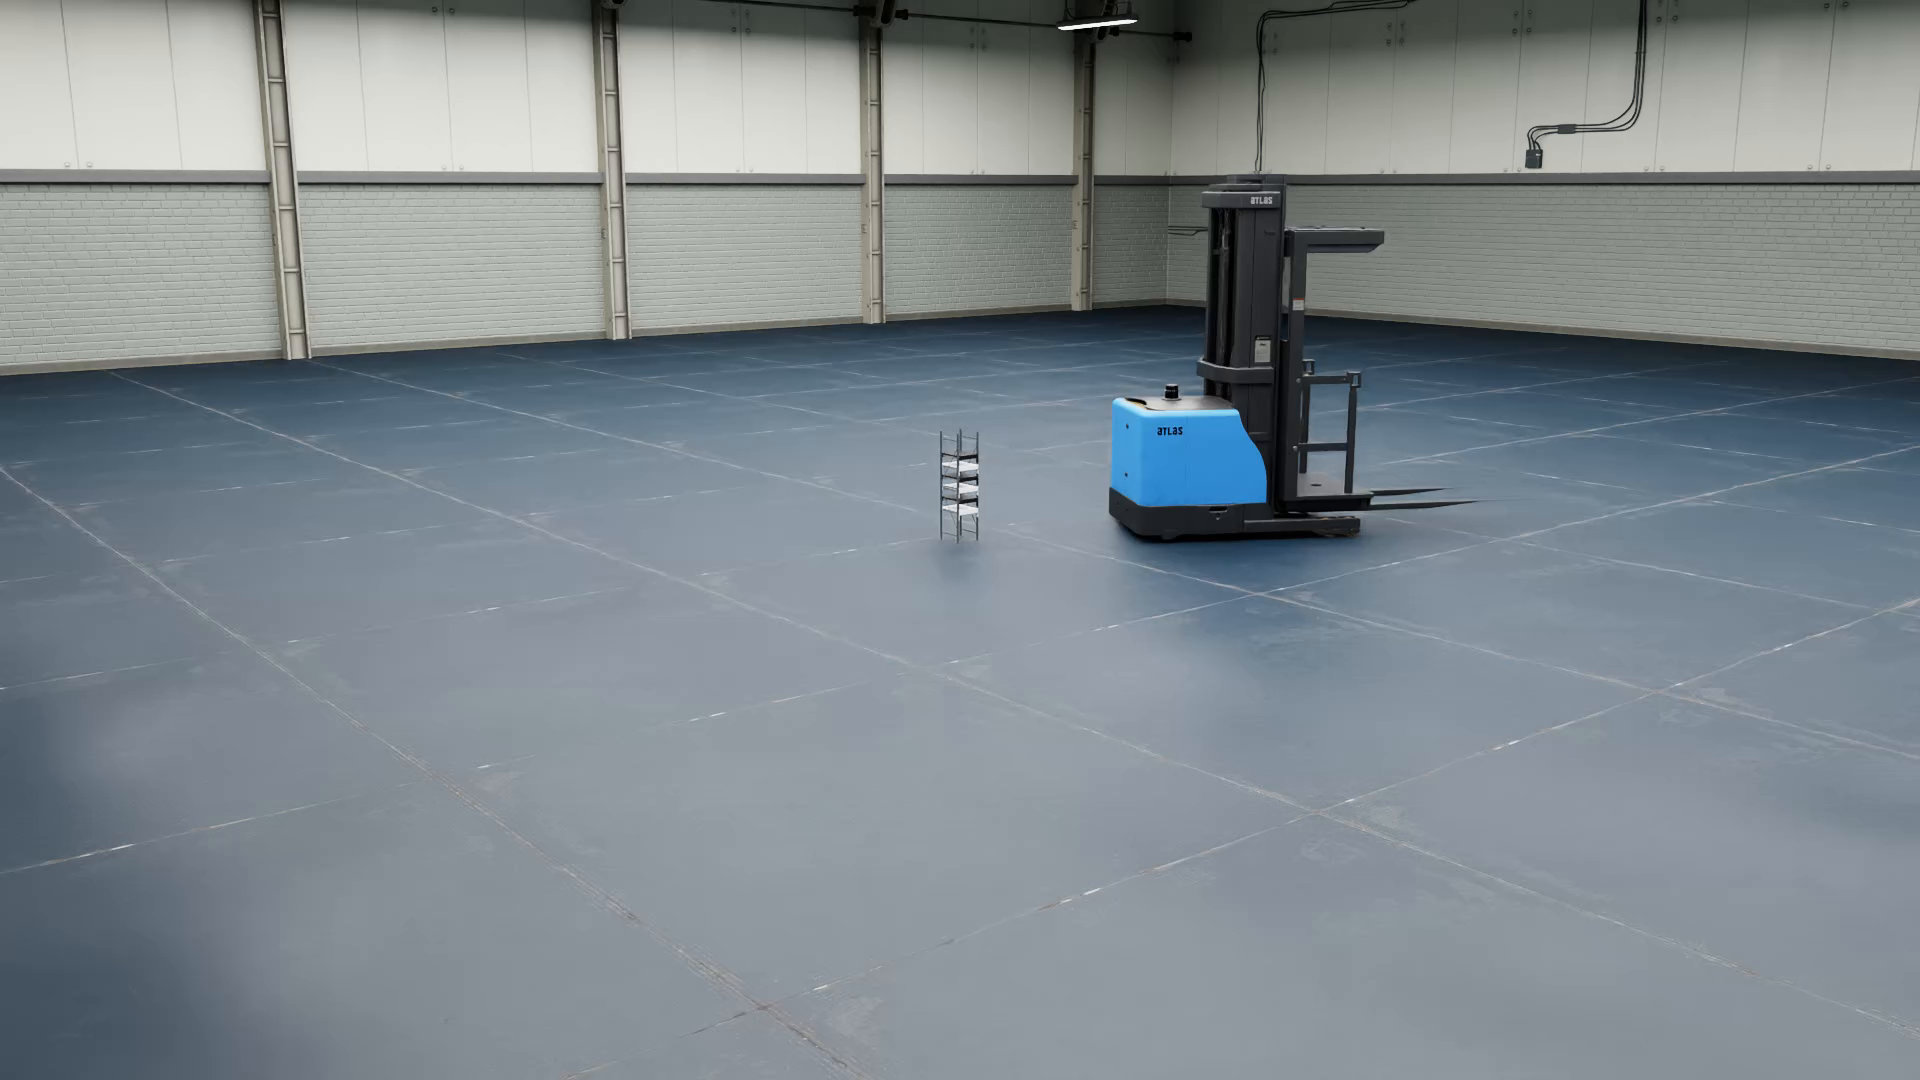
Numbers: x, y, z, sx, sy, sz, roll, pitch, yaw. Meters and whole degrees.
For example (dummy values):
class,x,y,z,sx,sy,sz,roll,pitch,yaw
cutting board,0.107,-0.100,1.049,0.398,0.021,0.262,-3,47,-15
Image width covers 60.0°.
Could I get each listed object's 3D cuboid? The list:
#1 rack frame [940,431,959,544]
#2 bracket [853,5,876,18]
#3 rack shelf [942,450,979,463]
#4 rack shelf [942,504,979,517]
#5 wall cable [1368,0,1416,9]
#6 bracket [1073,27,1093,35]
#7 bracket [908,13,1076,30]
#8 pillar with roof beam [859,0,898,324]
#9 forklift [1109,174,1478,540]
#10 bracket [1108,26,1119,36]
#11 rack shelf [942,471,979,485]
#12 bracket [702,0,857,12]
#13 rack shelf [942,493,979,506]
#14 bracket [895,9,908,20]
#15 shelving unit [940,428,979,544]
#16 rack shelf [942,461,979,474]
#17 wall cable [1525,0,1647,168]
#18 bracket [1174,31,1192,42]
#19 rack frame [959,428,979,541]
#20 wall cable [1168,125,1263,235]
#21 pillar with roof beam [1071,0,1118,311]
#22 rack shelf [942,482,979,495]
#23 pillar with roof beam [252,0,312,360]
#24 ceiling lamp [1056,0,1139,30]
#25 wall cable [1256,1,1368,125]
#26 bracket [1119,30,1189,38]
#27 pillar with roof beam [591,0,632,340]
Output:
class,x,y,z,sx,sy,sz,roll,pitch,yaw
rack frame,-0.086,-0.426,13.468,0.006,0.900,0.240,-9,15,-38
bracket,-1.934,-10.680,33.596,0.430,0.232,0.235,-9,15,-38
rack shelf,-0.006,-0.671,13.481,0.200,0.077,0.258,-9,15,-38
rack shelf,-0.006,-0.230,13.575,0.200,0.077,0.258,-9,15,-38
wall cable,9.603,-12.213,33.847,0.112,2.526,3.097,-9,15,-38
bracket,2.751,-11.459,37.262,0.430,0.232,0.235,-9,15,-38
bracket,0.739,-11.125,35.688,4.783,0.066,0.076,-9,15,-38
pillar with roof beam,0.857,-8.333,31.206,0.548,9.000,9.100,-9,15,-38
forklift,2.852,-1.558,13.909,3.031,2.935,1.130,-2,12,-10
bracket,3.399,-11.567,37.770,0.430,0.232,0.235,-9,15,-38
rack shelf,-0.006,-0.495,13.519,0.200,0.077,0.258,-9,15,-38
bracket,-3.946,-10.346,32.021,4.783,0.066,0.076,-9,15,-38
rack shelf,-0.006,-0.318,13.556,0.200,0.077,0.258,-9,15,-38
bracket,-1.286,-10.788,34.103,0.430,0.232,0.235,-9,15,-38
shelving unit,-0.006,-0.439,13.530,0.210,0.900,0.258,-9,15,-38
rack shelf,-0.006,-0.583,13.500,0.200,0.077,0.258,-9,15,-38
wall cable,11.898,-10.099,31.337,0.169,6.003,2.305,-9,15,-38
bracket,5.250,-11.874,39.218,0.430,0.232,0.235,-9,15,-38
rack frame,0.073,-0.452,13.592,0.006,0.900,0.240,-9,15,-38
wall cable,5.980,-8.458,39.274,0.112,2.526,3.097,-9,15,-38
pillar with roof beam,5.543,-9.111,34.873,0.548,9.000,9.100,-9,15,-38
rack shelf,-0.006,-0.407,13.537,0.200,0.077,0.258,-9,15,-38
pillar with roof beam,-8.513,-6.776,23.873,0.400,9.000,9.100,-9,15,-38
ceiling lamp,2.803,-11.393,31.566,0.800,3.185,2.000,-9,15,-38
wall cable,7.670,-10.490,36.683,0.112,2.526,3.097,-9,15,-38
bracket,4.789,-11.797,38.857,3.189,0.066,0.076,-9,15,-38
pillar with roof beam,-3.828,-7.554,27.540,0.548,9.000,9.100,-9,15,-38
